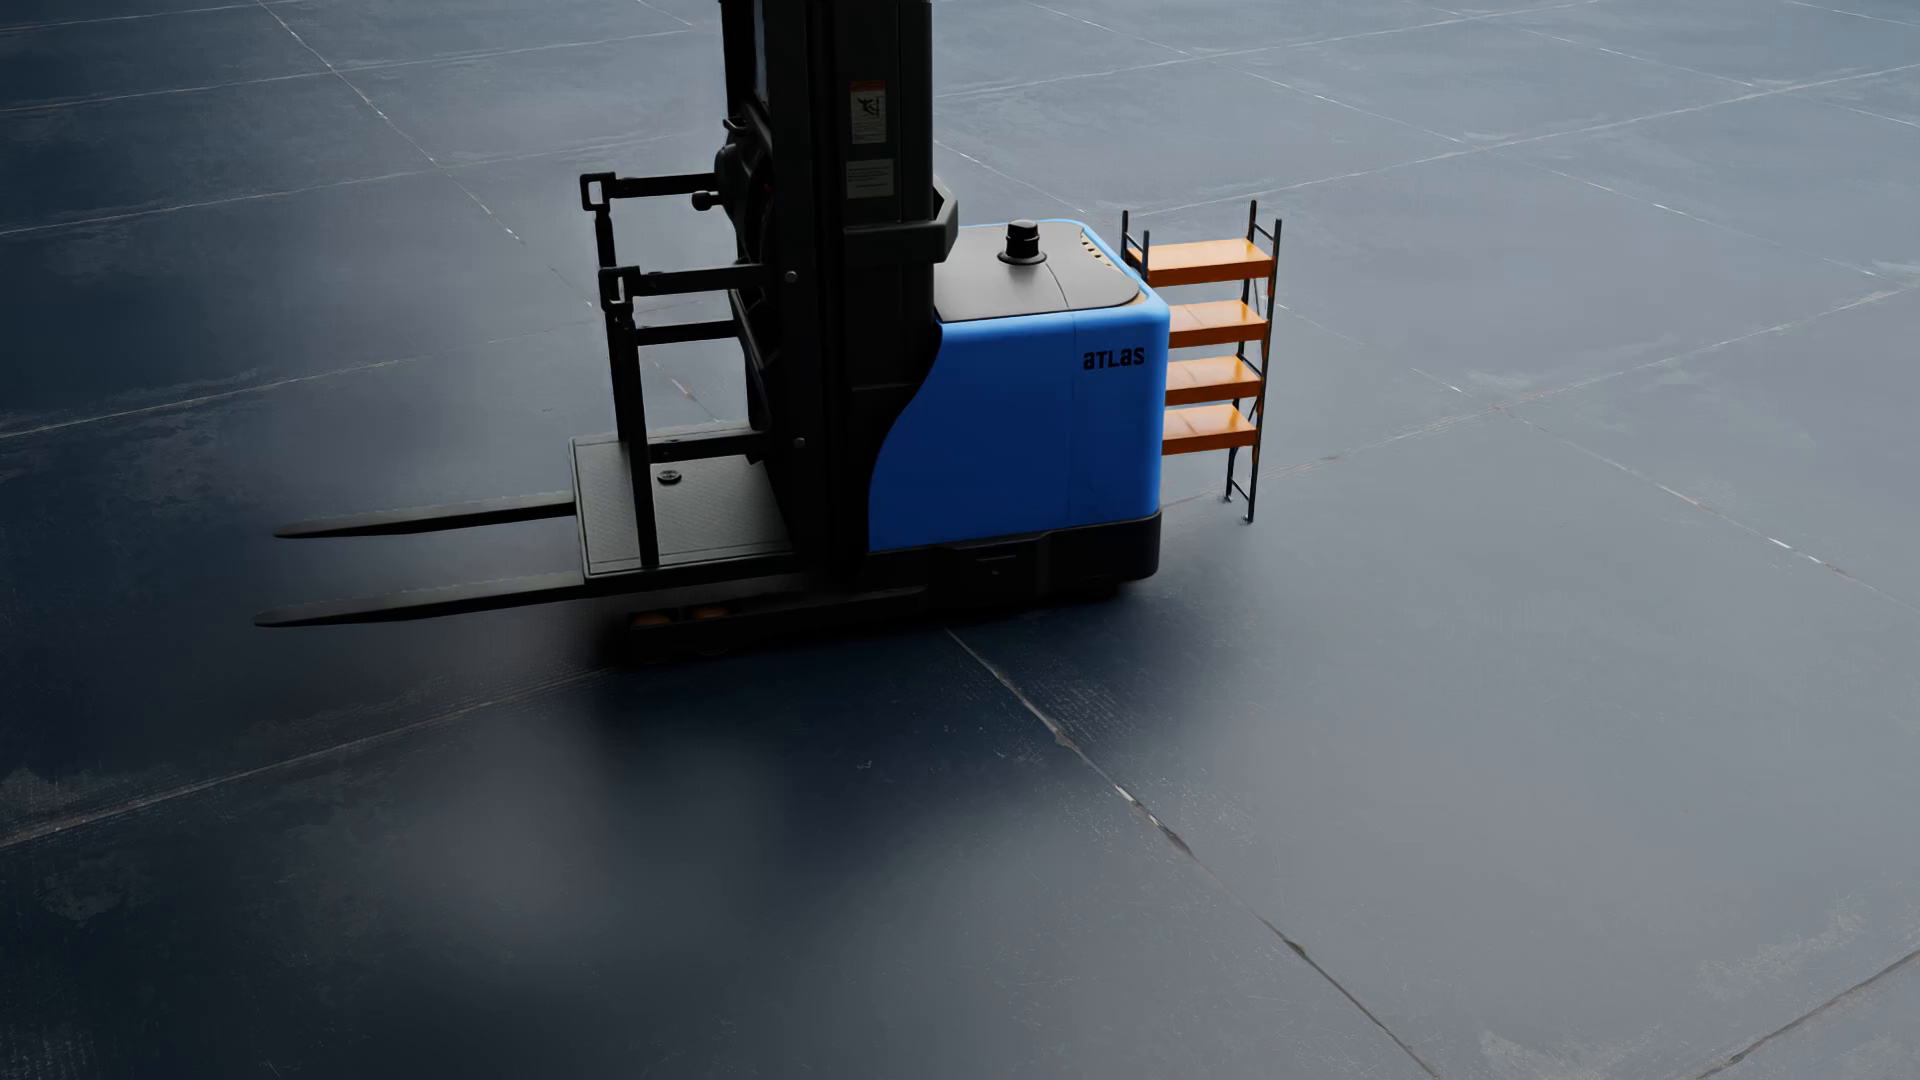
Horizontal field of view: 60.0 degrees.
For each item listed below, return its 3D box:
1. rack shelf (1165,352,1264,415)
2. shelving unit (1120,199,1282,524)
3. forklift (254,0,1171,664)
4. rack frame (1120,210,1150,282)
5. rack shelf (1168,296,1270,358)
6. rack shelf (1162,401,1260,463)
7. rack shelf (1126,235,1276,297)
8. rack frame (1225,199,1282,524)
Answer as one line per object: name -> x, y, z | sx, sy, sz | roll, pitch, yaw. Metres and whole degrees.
rack shelf -> 0.849, -0.557, 6.157 | 0.480, 0.148, 0.258 | -7, 30, -13
shelving unit -> 0.849, -0.616, 6.125 | 0.503, 1.200, 0.258 | -7, 30, -13
forklift -> -0.867, -1.156, 5.311 | 3.031, 2.935, 1.130 | -7, 30, -13
rack frame -> 0.612, -0.587, 6.071 | 0.015, 1.200, 0.240 | -7, 30, -13
rack shelf -> 0.849, -0.753, 6.049 | 0.480, 0.148, 0.258 | -7, 30, -13
rack shelf -> 0.849, -0.383, 6.253 | 0.480, 0.148, 0.258 | -7, 30, -13
rack shelf -> 0.849, -0.960, 5.935 | 0.480, 0.148, 0.258 | -7, 30, -13
rack frame -> 1.085, -0.645, 6.178 | 0.015, 1.200, 0.240 | -7, 30, -13
